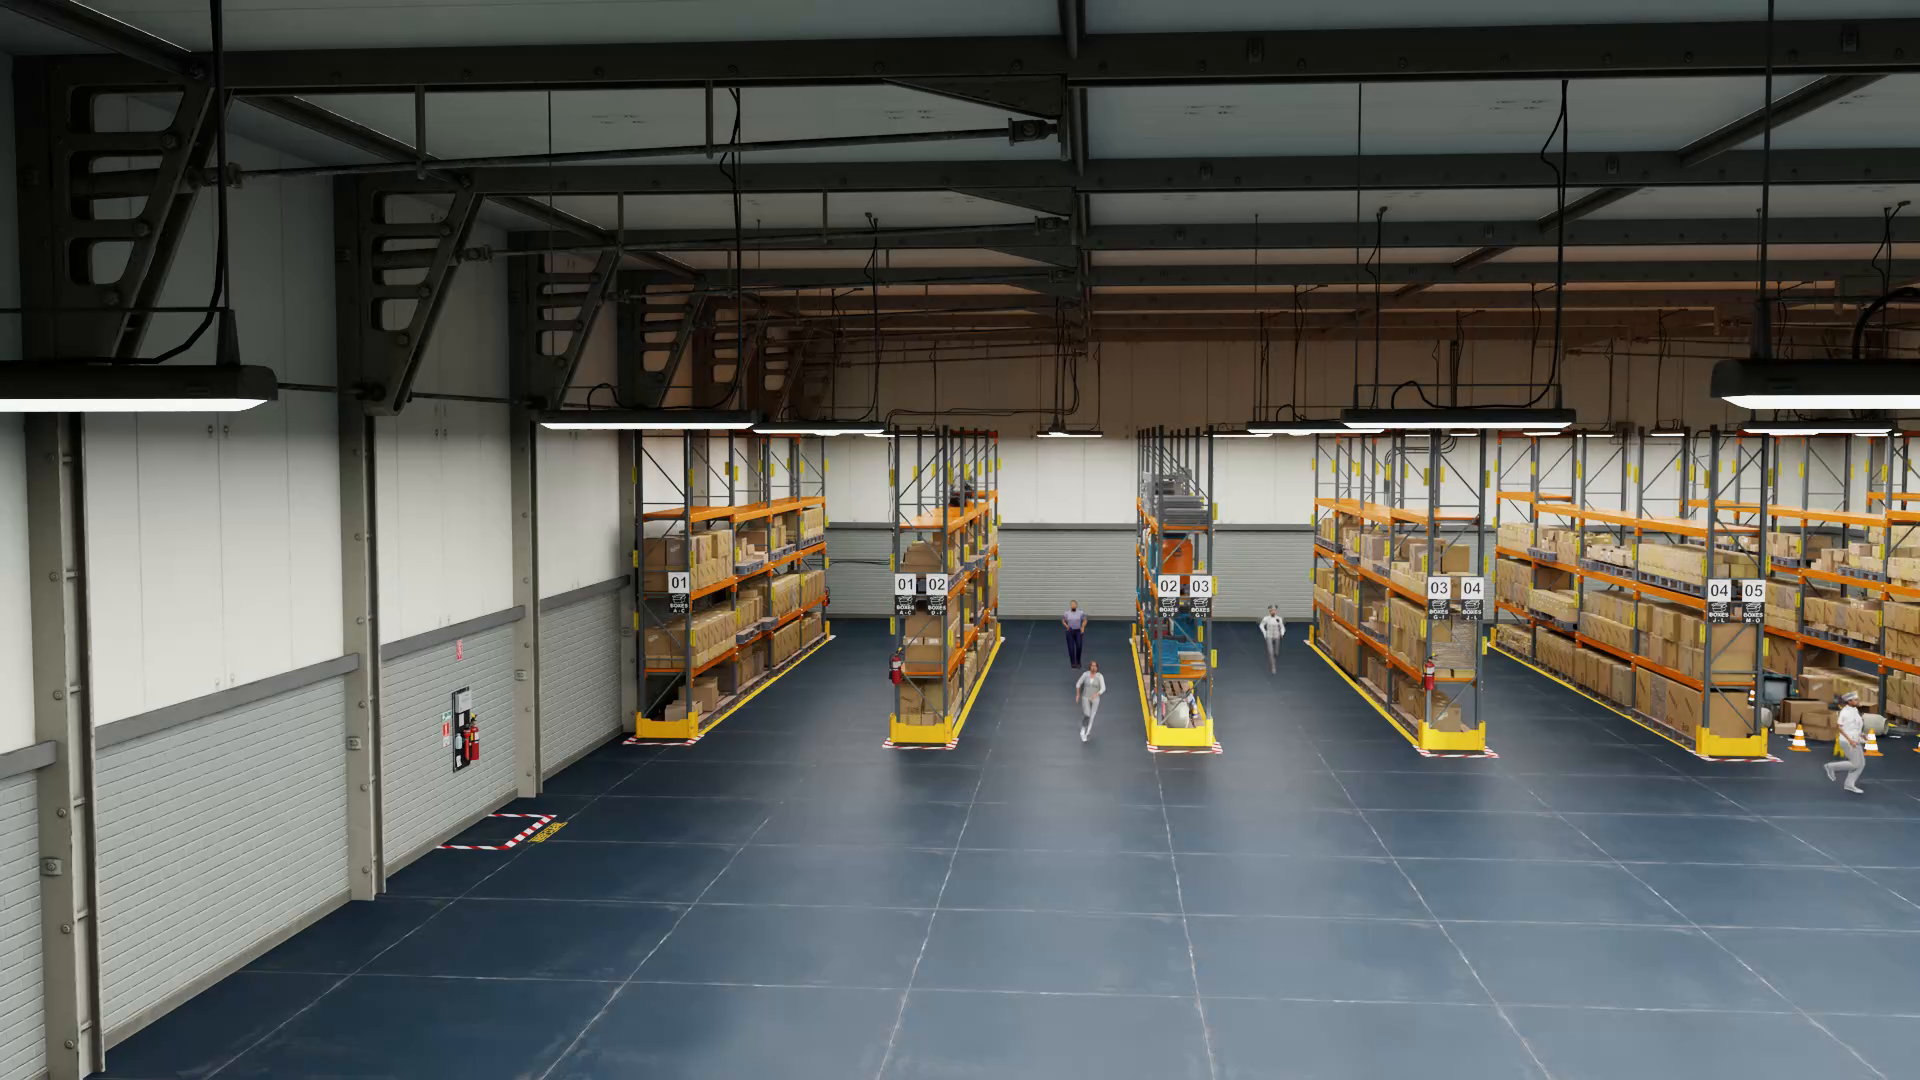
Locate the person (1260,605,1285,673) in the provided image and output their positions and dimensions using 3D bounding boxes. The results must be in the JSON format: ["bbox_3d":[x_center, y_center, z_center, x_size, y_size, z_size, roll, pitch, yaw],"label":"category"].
[{"bbox_3d":[7.726,2.435,41.139,0.612,1.675,0.707,0,3,3],"label":"person"}]

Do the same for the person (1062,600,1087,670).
[{"bbox_3d":[2.724,2.266,39.568,0.579,1.666,0.567,0,3,4],"label":"person"}]

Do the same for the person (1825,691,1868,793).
[{"bbox_3d":[14.487,3.278,27.172,0.548,1.667,0.567,-3,5,-44],"label":"person"}]

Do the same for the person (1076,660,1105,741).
[{"bbox_3d":[2.485,3.057,31.532,0.542,1.557,0.585,0,3,-1],"label":"person"}]
